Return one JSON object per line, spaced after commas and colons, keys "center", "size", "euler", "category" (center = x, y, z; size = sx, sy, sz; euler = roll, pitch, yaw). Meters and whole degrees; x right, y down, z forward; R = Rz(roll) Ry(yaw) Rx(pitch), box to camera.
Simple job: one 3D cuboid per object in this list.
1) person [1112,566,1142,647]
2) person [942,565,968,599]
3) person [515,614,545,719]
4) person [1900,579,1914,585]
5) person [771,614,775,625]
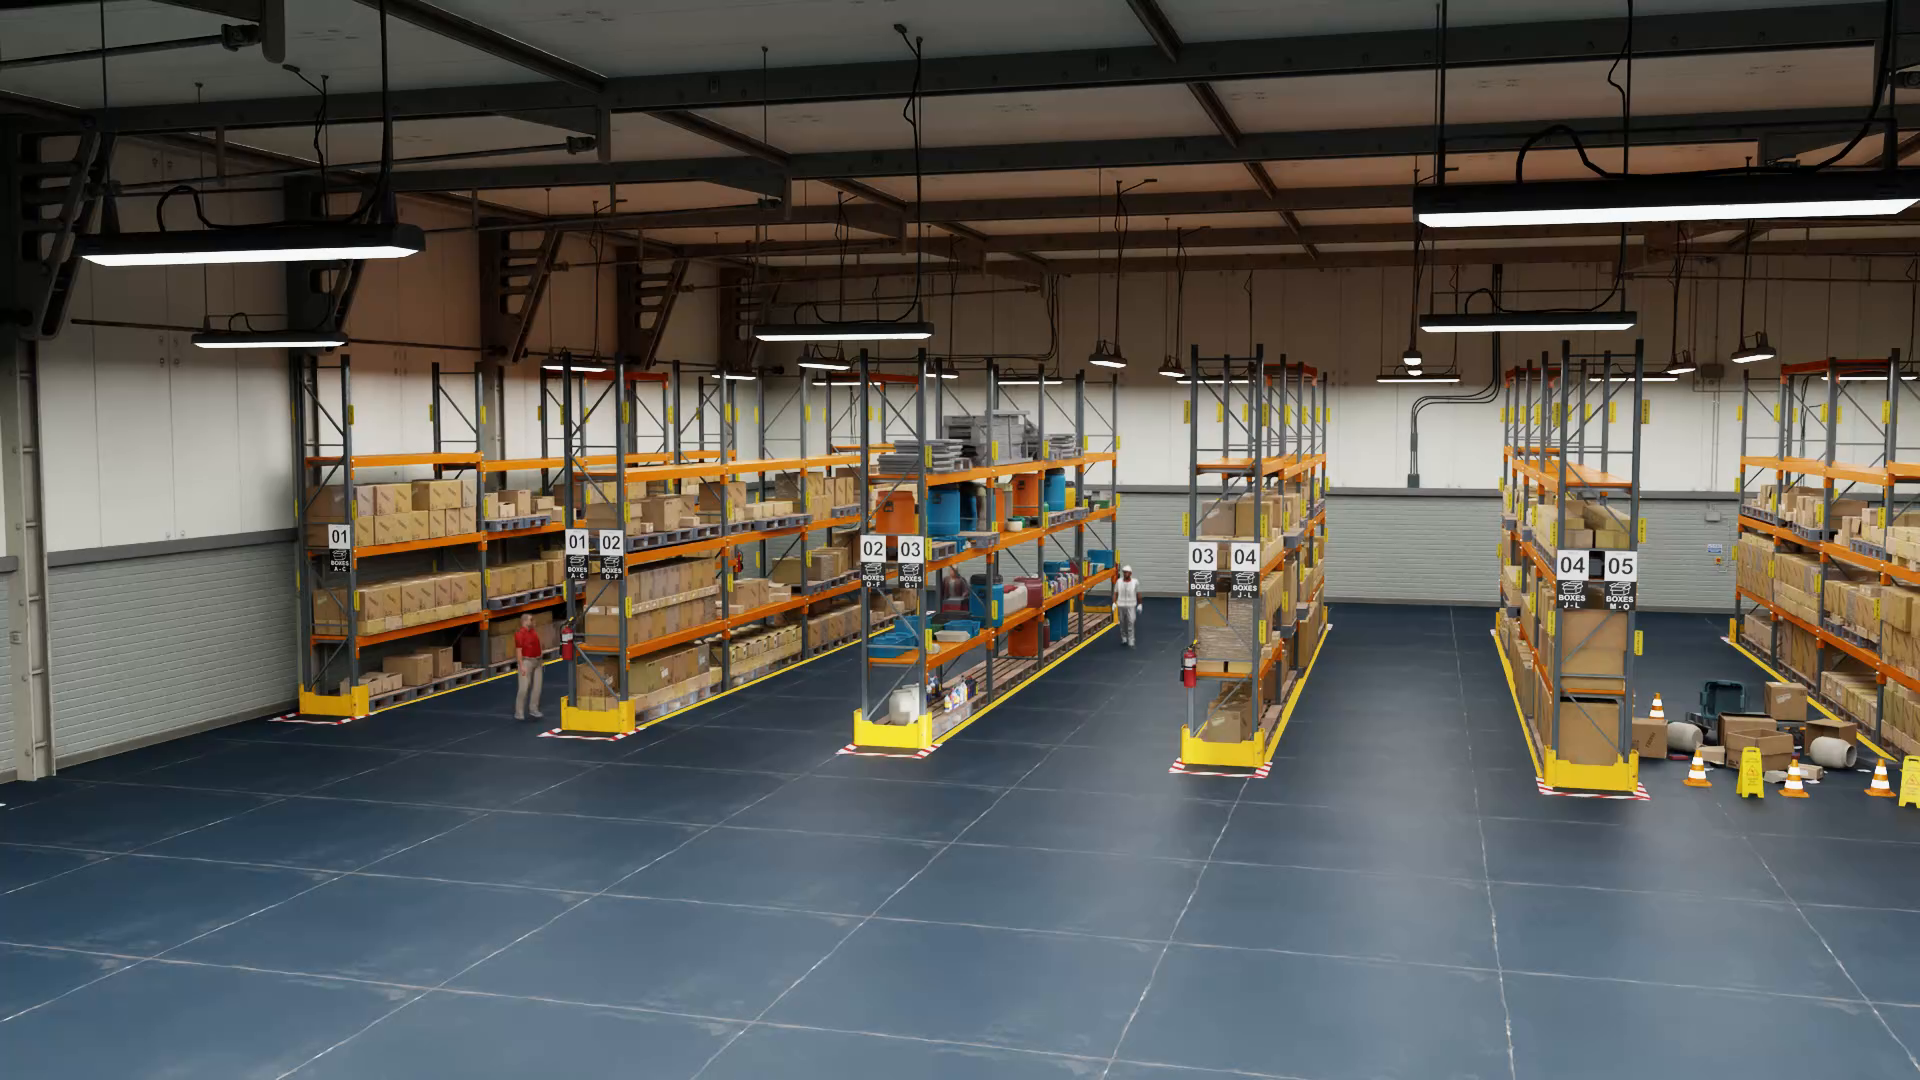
{"center": [3.608, 1.415, 35.923], "size": [0.628, 1.713, 1.074], "euler": [1, 4, 10], "category": "person"}
{"center": [-0.165, 1.453, 36.305], "size": [0.703, 1.814, 0.936], "euler": [2, 5, 19], "category": "person"}
{"center": [-7.150, 2.120, 27.648], "size": [0.414, 1.803, 0.631], "euler": [3, 5, 34], "category": "person"}
{"center": [21.229, 1.403, 37.265], "size": [0.602, 1.571, 0.432], "euler": [1, 4, 10], "category": "person"}
{"center": [-4.199, 1.215, 39.530], "size": [0.564, 1.613, 1.039], "euler": [1, 4, 13], "category": "person"}
